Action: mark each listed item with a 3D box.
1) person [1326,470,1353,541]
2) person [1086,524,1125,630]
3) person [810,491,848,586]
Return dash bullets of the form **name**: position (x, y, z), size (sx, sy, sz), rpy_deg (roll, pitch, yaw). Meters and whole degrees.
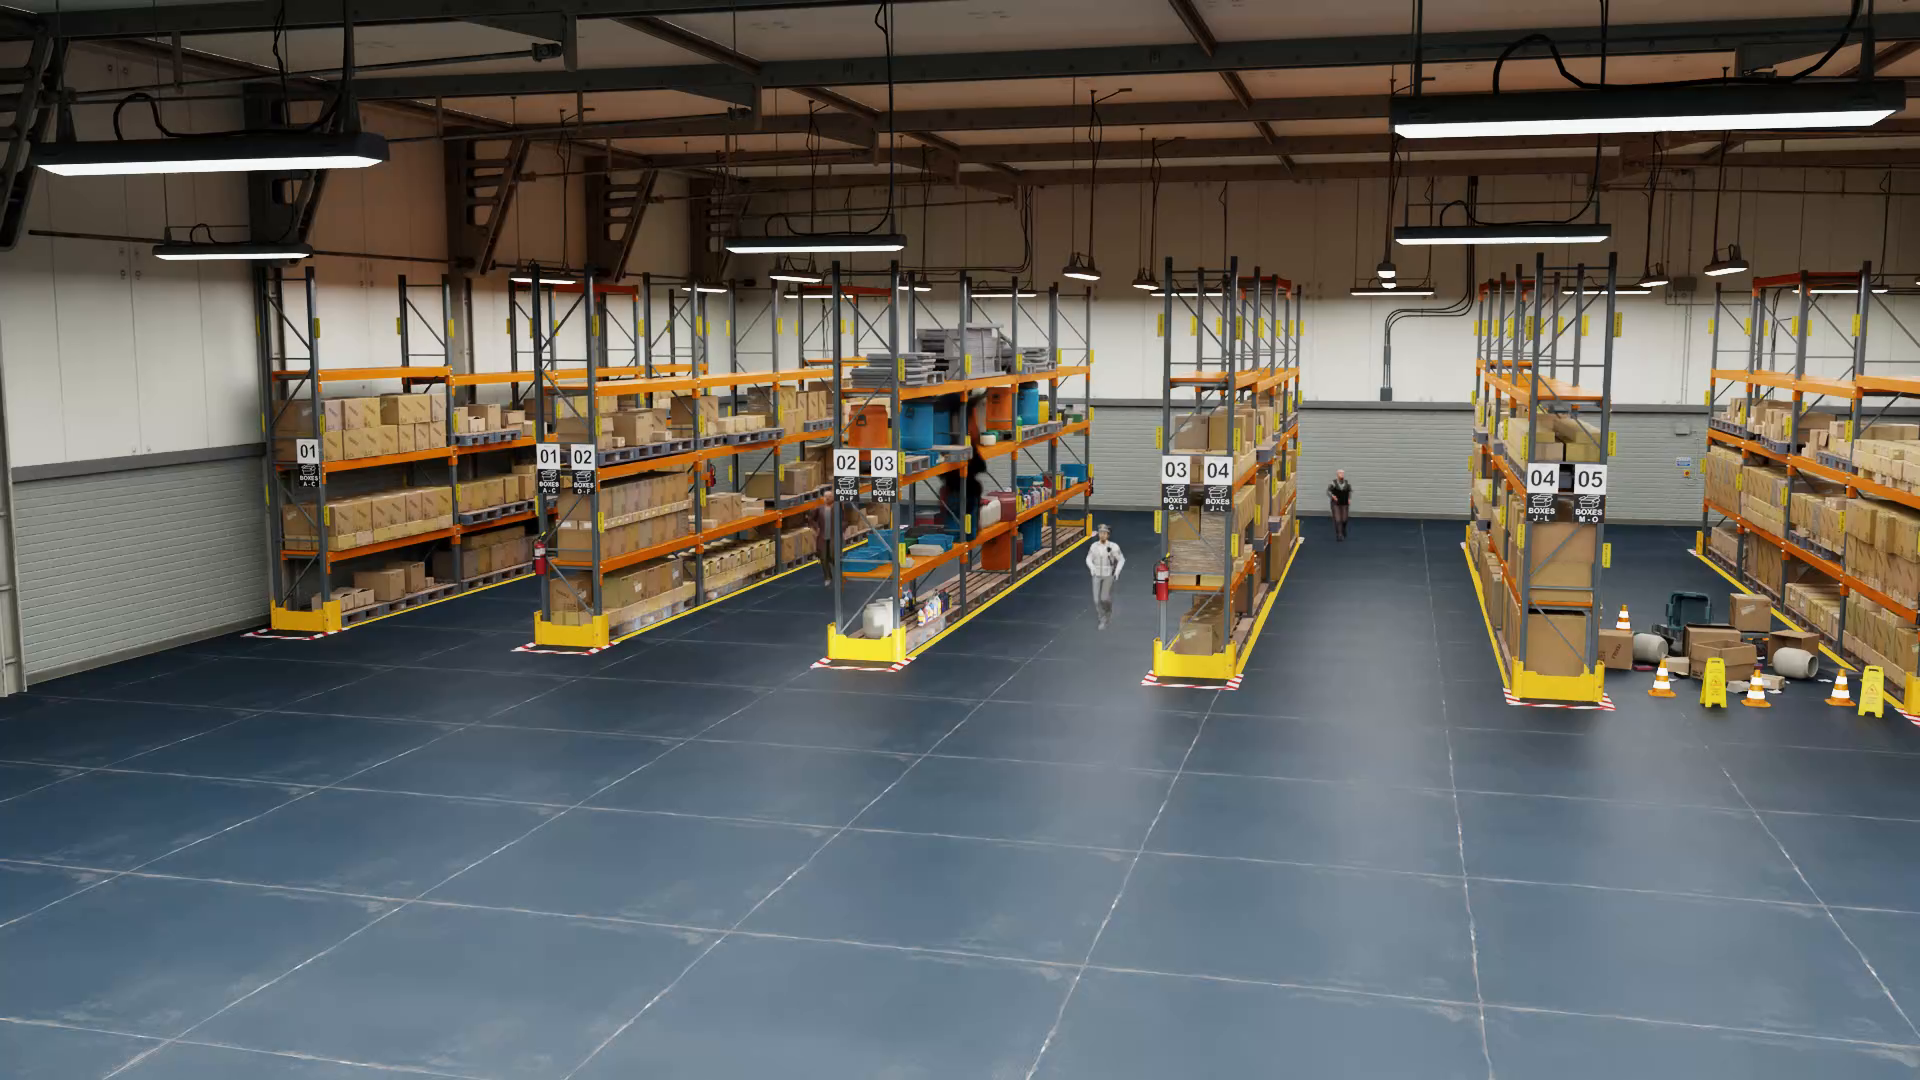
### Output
- **person**: position (8.984, -0.818, 39.339), size (0.649, 1.692, 0.605), rpy_deg (0, 7, 3)
- **person**: position (2.258, 0.581, 26.217), size (0.616, 1.666, 0.479), rpy_deg (3, 8, 20)
- **person**: position (-2.429, -0.039, 30.746), size (0.712, 1.749, 0.643), rpy_deg (0, 7, 4)
